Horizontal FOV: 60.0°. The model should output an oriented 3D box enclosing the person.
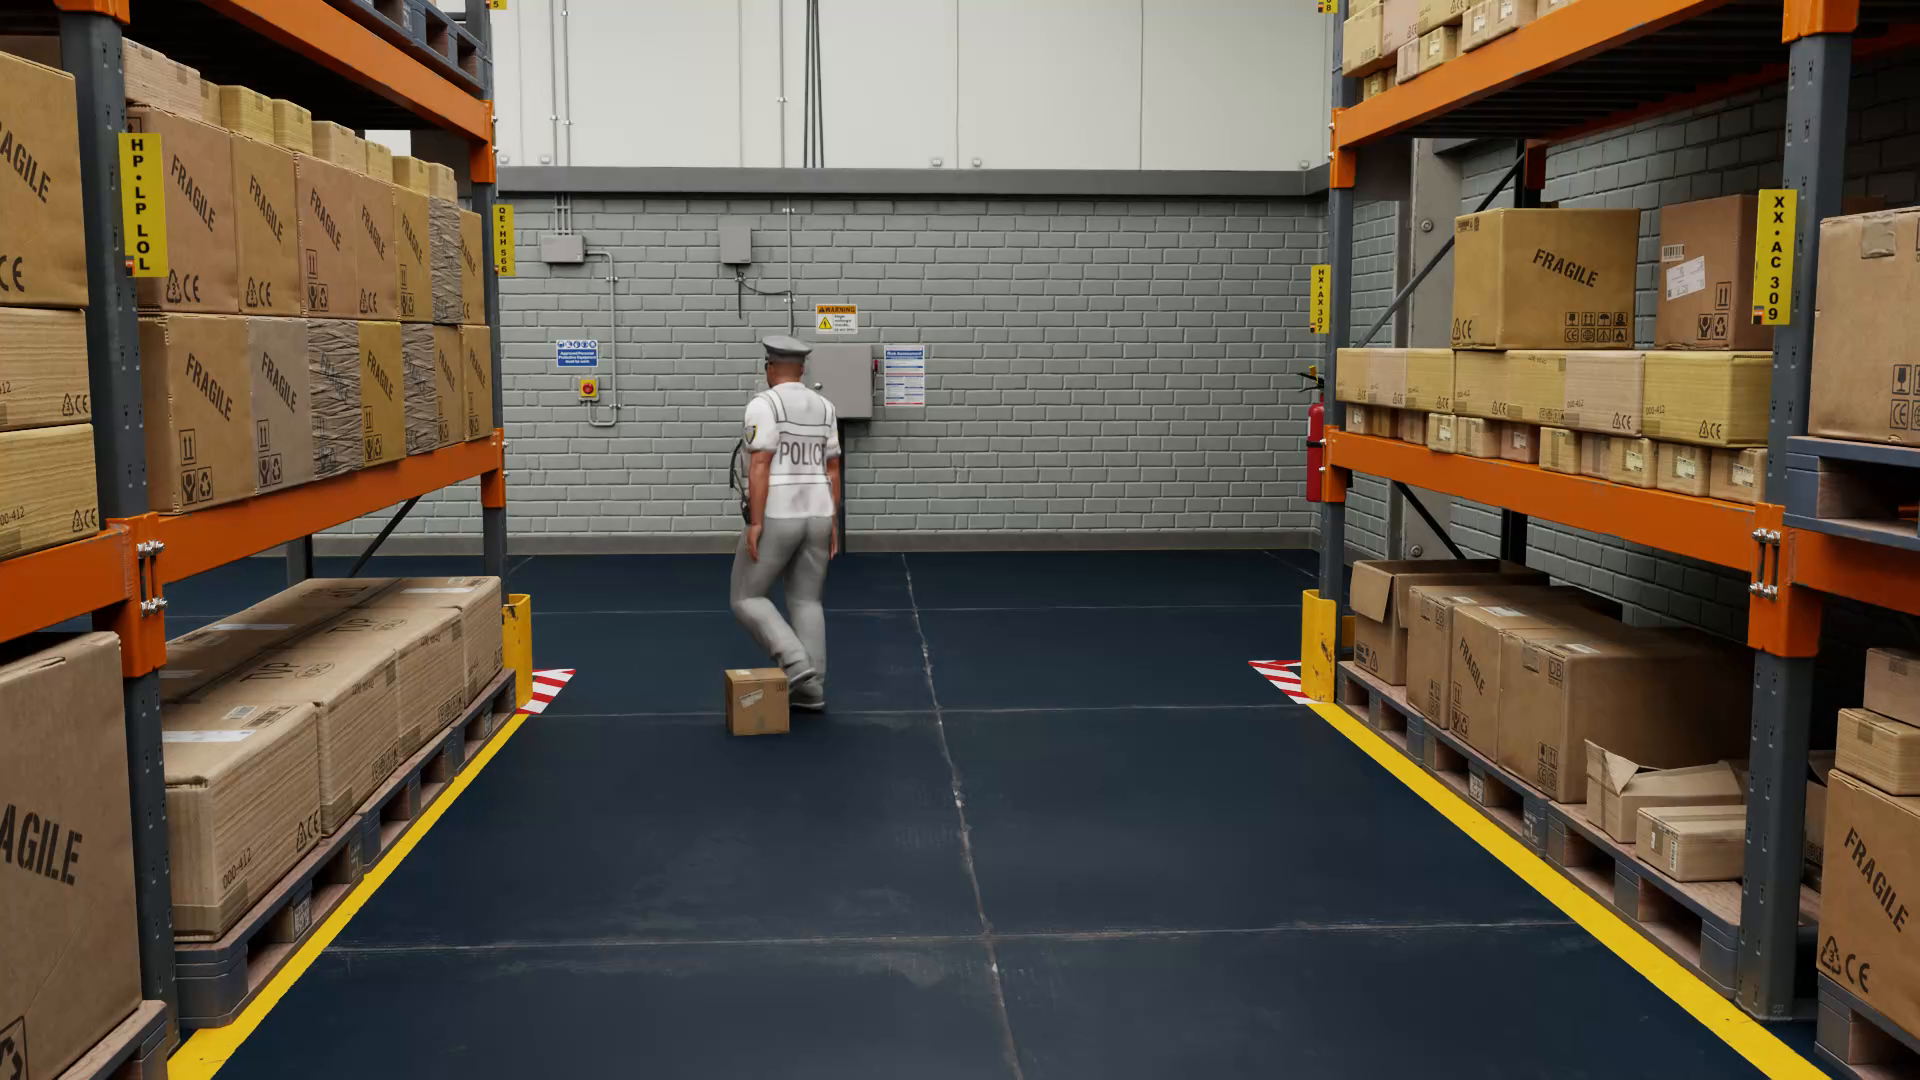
[{"bbox_3d":[-0.774,-0.078,7.752,0.595,1.751,0.507,-6,9,-43],"label":"person"}]
